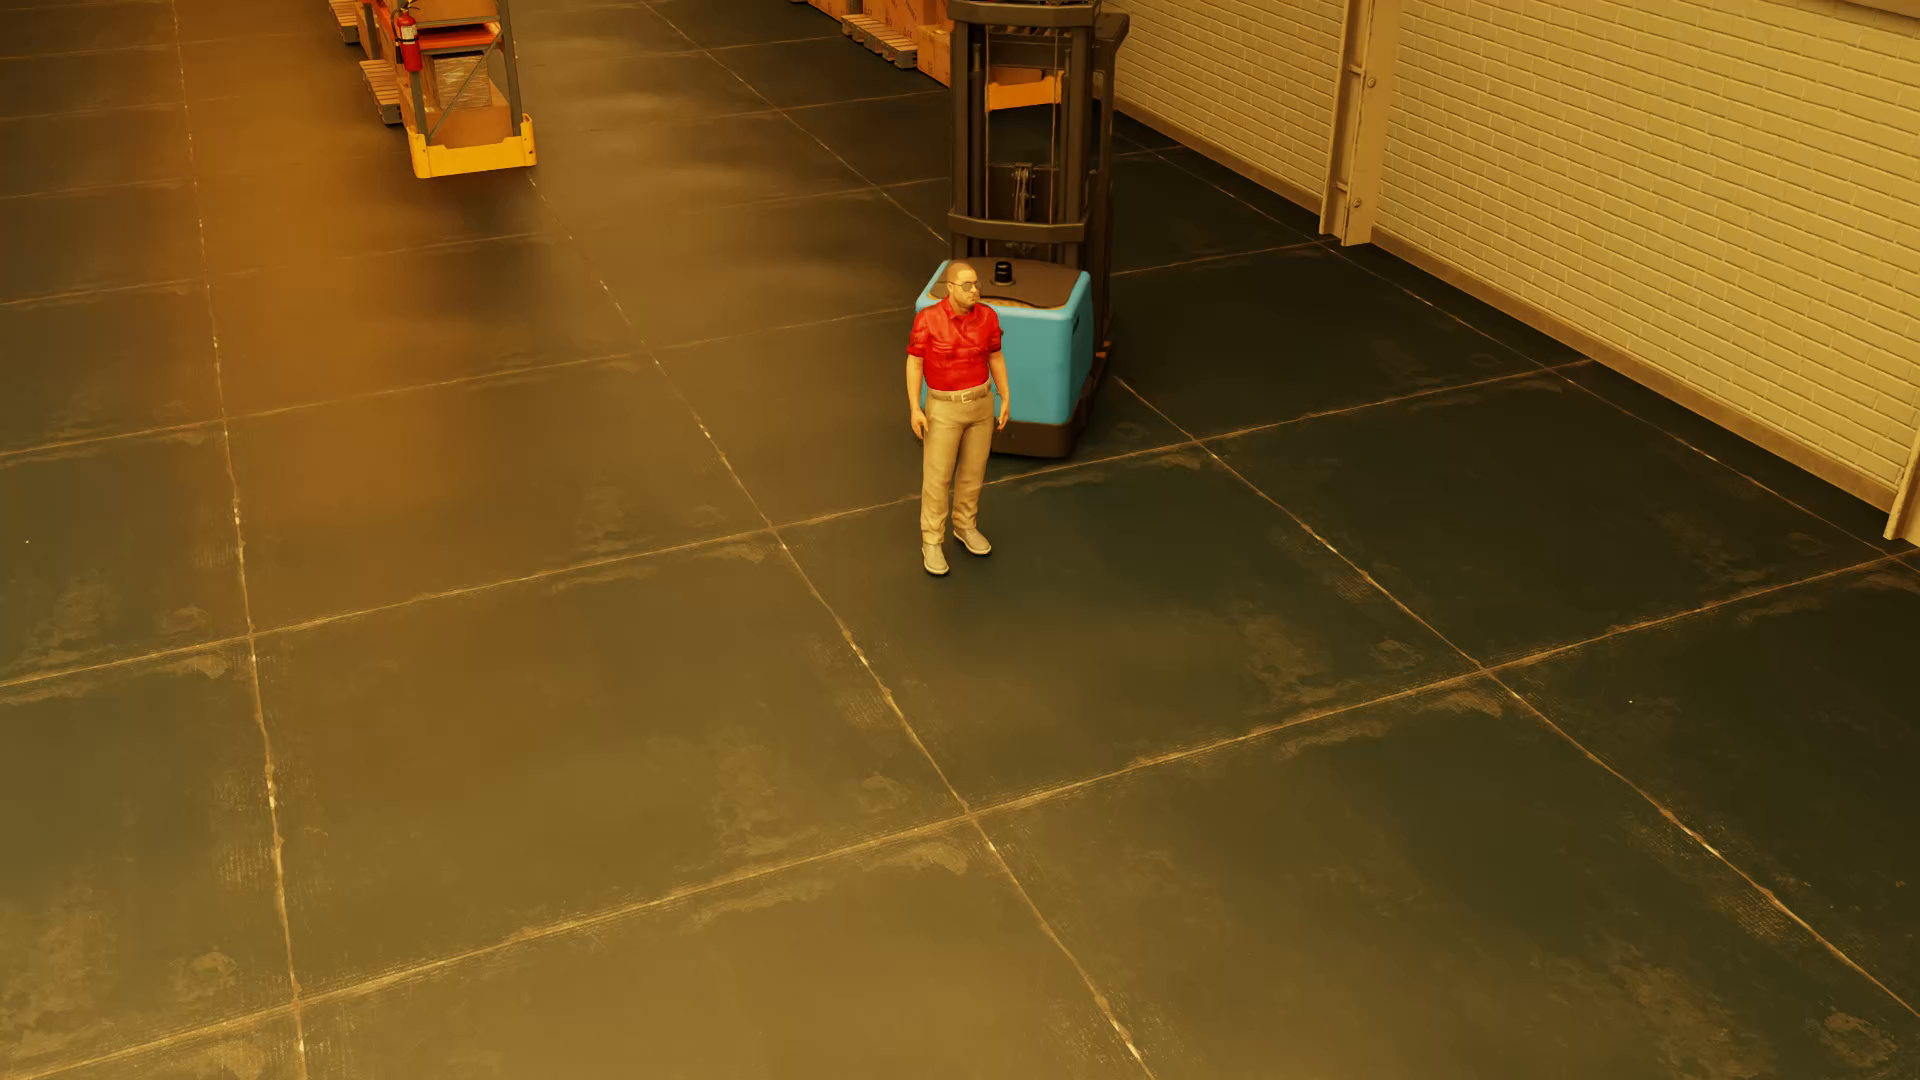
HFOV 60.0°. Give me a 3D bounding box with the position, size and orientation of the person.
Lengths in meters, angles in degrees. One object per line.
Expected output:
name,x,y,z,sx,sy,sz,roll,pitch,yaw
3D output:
person,0.025,-0.714,9.564,0.641,1.728,0.550,-12,32,-20

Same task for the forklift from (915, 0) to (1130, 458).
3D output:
forklift,0.529,-2.524,11.534,1.130,2.935,3.031,6,30,11
